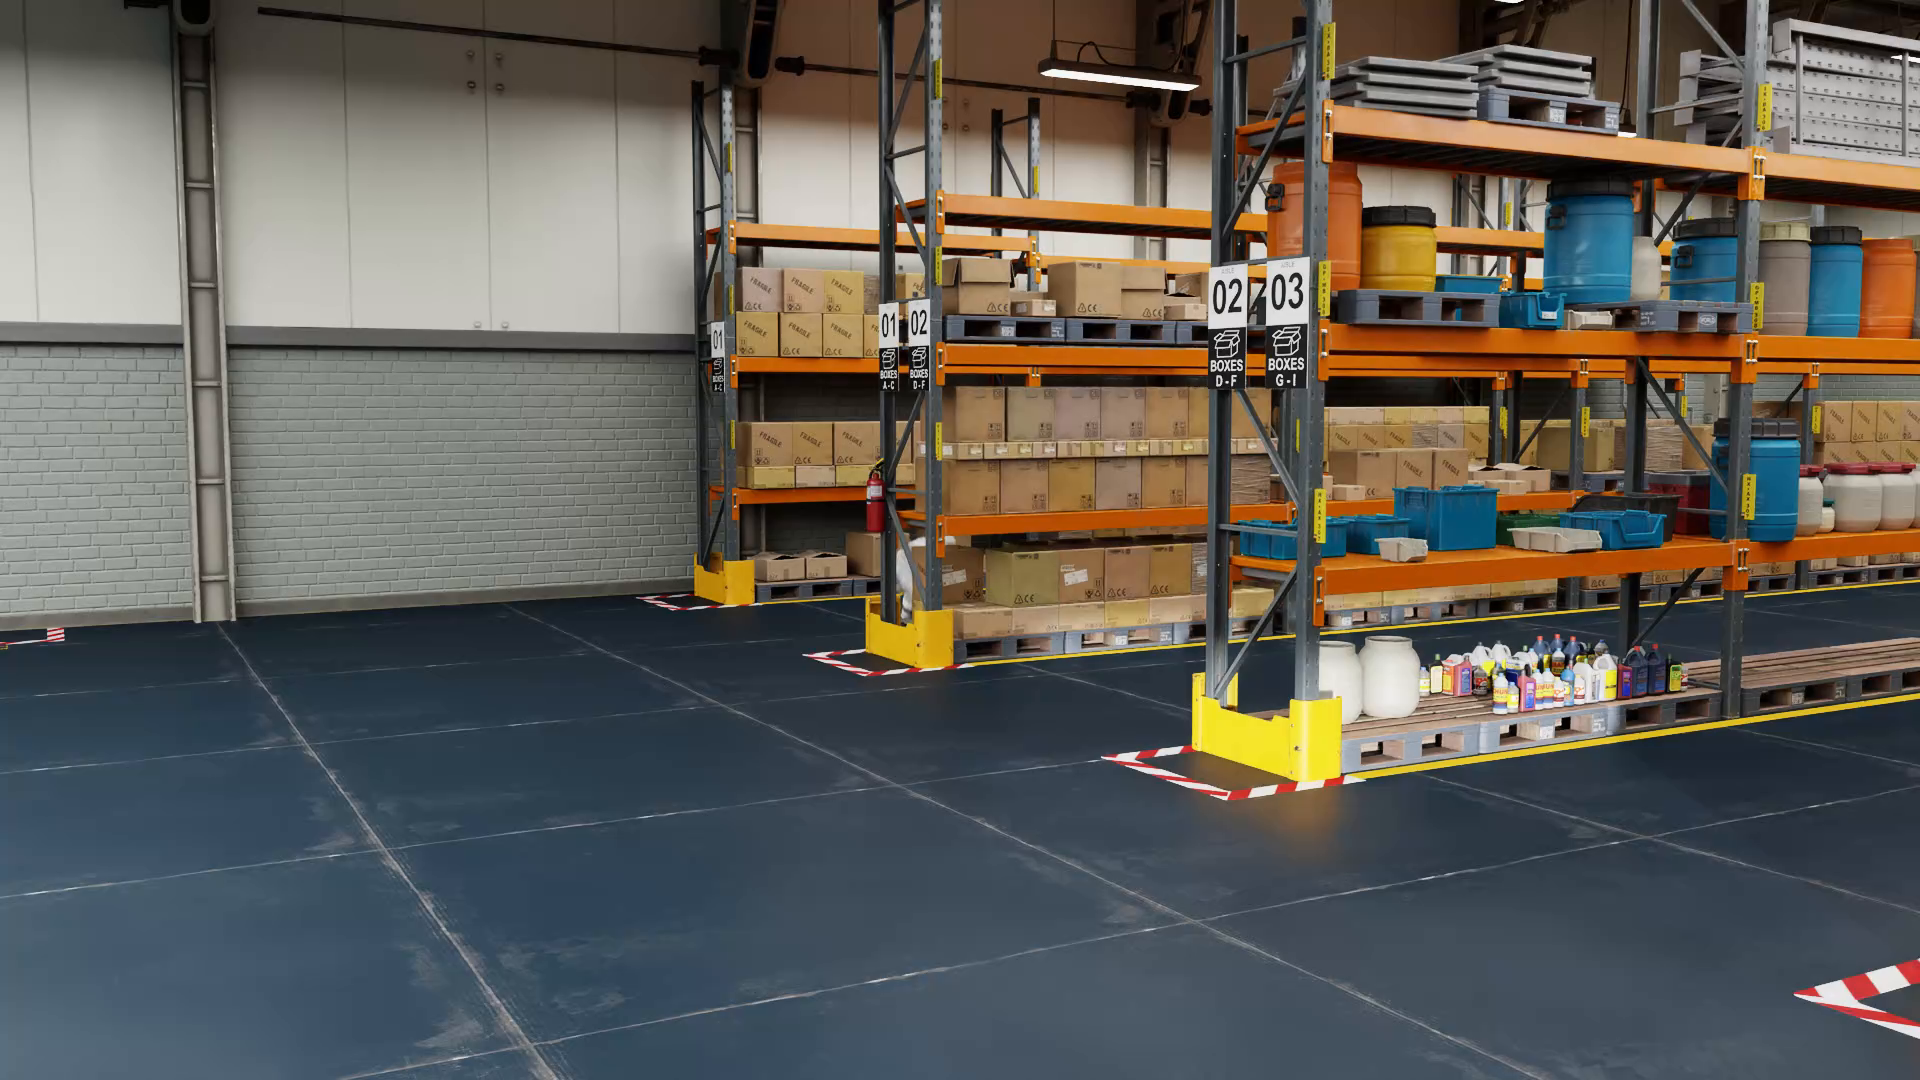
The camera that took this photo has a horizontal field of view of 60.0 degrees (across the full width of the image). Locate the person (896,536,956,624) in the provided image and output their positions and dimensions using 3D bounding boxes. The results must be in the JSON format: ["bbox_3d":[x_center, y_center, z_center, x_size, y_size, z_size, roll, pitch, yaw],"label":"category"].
[{"bbox_3d":[-0.343,0.391,17.201,0.532,0.988,0.921,-3,6,-30],"label":"person"}]
